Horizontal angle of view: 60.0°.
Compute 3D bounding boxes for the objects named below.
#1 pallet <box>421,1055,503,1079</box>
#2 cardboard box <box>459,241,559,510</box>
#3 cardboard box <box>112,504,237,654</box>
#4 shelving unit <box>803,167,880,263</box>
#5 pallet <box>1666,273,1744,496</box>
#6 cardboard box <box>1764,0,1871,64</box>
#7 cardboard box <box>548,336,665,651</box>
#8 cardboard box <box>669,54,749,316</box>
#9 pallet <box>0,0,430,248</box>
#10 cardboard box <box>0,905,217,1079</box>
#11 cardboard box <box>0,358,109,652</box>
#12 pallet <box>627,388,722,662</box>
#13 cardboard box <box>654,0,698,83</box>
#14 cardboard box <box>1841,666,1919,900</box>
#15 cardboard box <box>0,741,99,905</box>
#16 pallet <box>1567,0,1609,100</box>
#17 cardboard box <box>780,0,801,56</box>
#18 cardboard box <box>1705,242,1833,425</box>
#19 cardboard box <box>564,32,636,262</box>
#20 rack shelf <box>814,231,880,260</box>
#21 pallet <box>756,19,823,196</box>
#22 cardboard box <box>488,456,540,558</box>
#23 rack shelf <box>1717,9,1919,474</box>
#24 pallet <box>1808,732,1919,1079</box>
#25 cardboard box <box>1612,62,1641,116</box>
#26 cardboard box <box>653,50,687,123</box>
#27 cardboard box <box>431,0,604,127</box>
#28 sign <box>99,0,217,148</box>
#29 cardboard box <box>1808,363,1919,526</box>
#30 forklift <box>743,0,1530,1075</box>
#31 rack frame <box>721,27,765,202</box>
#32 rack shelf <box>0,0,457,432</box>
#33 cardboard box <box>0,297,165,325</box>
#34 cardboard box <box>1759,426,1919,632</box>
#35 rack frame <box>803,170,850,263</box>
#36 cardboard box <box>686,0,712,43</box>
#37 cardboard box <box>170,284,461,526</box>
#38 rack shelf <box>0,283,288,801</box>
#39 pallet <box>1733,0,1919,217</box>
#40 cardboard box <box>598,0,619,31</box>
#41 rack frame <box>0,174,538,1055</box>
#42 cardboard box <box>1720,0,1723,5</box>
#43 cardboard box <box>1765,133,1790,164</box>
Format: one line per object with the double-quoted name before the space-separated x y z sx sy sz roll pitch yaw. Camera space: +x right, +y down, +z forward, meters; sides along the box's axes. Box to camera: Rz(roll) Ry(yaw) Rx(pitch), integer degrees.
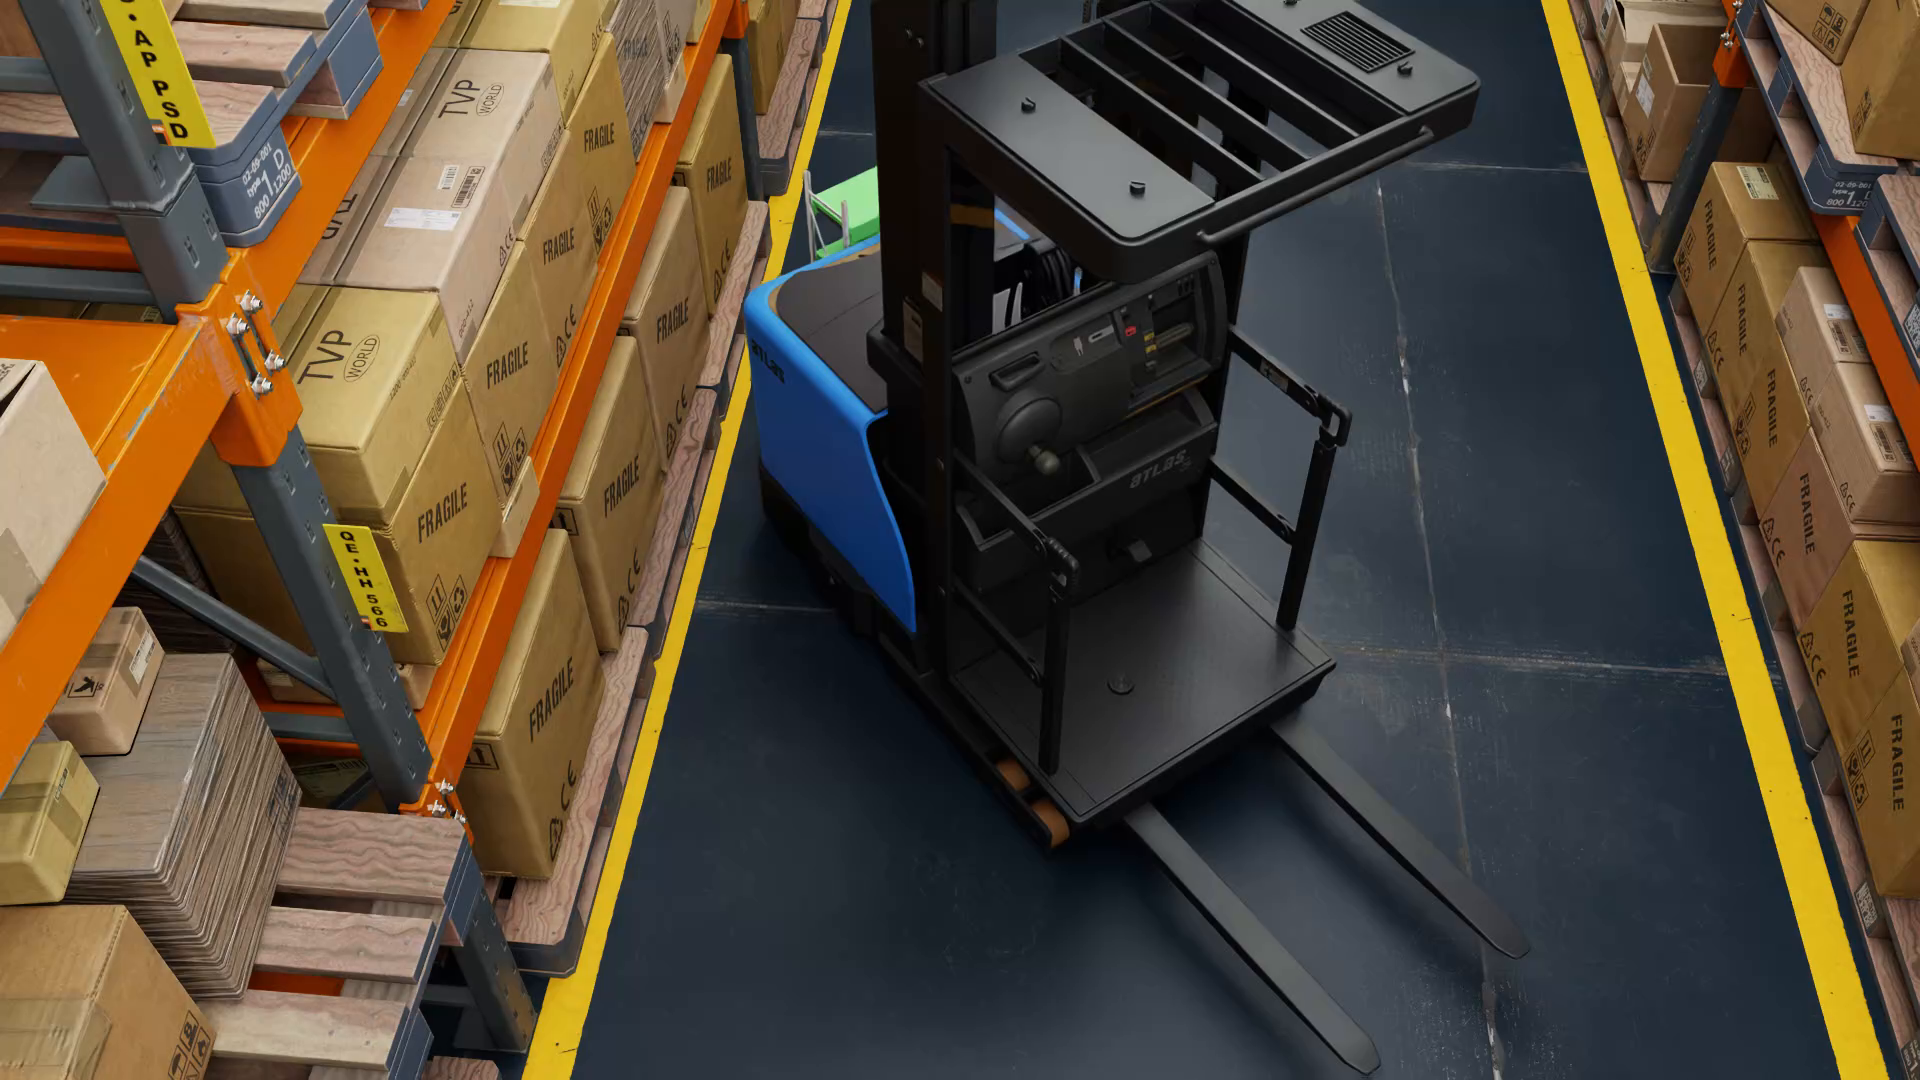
"pallet" -1.833 1.932 4.340 1.003 0.211 1.213 4 48 4
"cardboard box" -1.404 -0.448 4.344 0.500 0.500 0.500 5 48 5
"cardboard box" -1.980 -0.089 4.016 0.500 0.500 0.500 4 48 4
"shelving unit" -0.277 -0.930 6.288 0.503 1.200 0.258 -31 55 -25
"pallet" 3.501 -0.651 6.702 1.003 0.211 1.213 4 48 4
"cardboard box" 3.271 -2.035 5.726 0.700 0.500 0.500 -11 48 -10
"cardboard box" -1.477 -0.174 5.549 0.750 0.750 0.750 4 48 3
"cardboard box" -1.326 -1.452 6.718 0.750 0.750 0.750 4 48 4
"pallet" -1.755 -1.009 3.235 1.213 0.211 1.003 6 48 5
"cardboard box" -1.817 0.993 2.943 0.700 0.500 0.500 0 48 0
"cardboard box" -1.557 -0.025 2.254 0.500 0.311 0.500 4 48 4
"pallet" -1.500 -0.110 6.208 1.003 0.211 1.213 4 48 4
"cardboard box" -1.224 -1.932 5.701 0.500 0.500 0.500 4 48 4
"cardboard box" 3.024 0.739 4.937 0.500 0.500 0.500 6 48 5
"cardboard box" -1.777 0.509 2.947 0.380 0.149 0.250 -3 48 -3
"pallet" 3.709 -2.655 8.535 1.003 0.211 1.213 4 48 4
"cardboard box" -1.177 -2.732 8.126 0.700 0.500 0.500 3 48 3
"cardboard box" 3.213 -0.765 6.313 0.500 0.500 0.500 4 48 4
"cardboard box" -1.318 -1.196 5.028 0.500 0.500 0.500 5 48 5
"rack shelf" -0.277 -1.049 6.158 0.480 0.148 0.258 -31 55 -25
"pallet" -1.249 -2.135 8.060 1.003 0.211 1.213 4 48 4
"cardboard box" -1.360 -0.106 4.471 0.380 0.149 0.250 5 48 5
"rack shelf" 3.355 -0.480 5.144 1.077 0.370 4.000 4 48 4
"pallet" 3.278 1.142 5.062 1.003 0.211 1.213 4 48 4
"cardboard box" 3.281 -2.096 7.768 0.380 0.149 0.250 4 48 4
"cardboard box" -1.178 -1.605 5.842 0.380 0.149 0.250 4 48 4
"cardboard box" -1.332 -1.432 4.736 0.500 0.250 0.500 3 48 3
"sign" -1.220 -0.732 2.504 0.100 0.325 0.005 4 48 4
"cardboard box" 3.114 -0.308 5.386 0.500 0.250 0.500 3 48 3
"forklift" 0.519 -0.412 4.641 1.130 2.935 3.031 -28 53 -23
"rack frame" -1.396 -2.523 6.524 1.000 3.000 0.127 4 48 4
"rack shelf" -1.578 -1.823 4.339 1.077 0.370 4.000 4 48 4
"cardboard box" -1.978 -0.328 3.726 0.500 0.250 0.500 5 48 5
"cardboard box" 3.113 -0.027 5.638 0.500 0.500 0.500 2 48 2
"rack frame" -0.466 -0.817 6.184 0.015 1.200 0.240 -31 55 -25
"cardboard box" -1.144 -1.990 6.194 0.380 0.149 0.250 5 48 4
"cardboard box" -1.460 -0.315 3.714 0.500 0.250 0.500 5 48 4
"rack shelf" -1.943 1.117 1.650 1.077 0.370 4.000 4 48 4
"pallet" 3.356 -1.548 5.763 1.003 0.211 1.213 4 48 4
"cardboard box" -1.287 -1.806 5.078 0.500 0.250 0.500 5 48 4
"rack frame" -1.761 0.417 3.836 1.000 3.000 0.127 4 48 4
"cardboard box" 3.703 -2.879 8.244 0.797 0.503 0.637 4 48 4
"cardboard box" 3.791 -1.727 7.321 0.500 0.311 0.500 4 48 4
